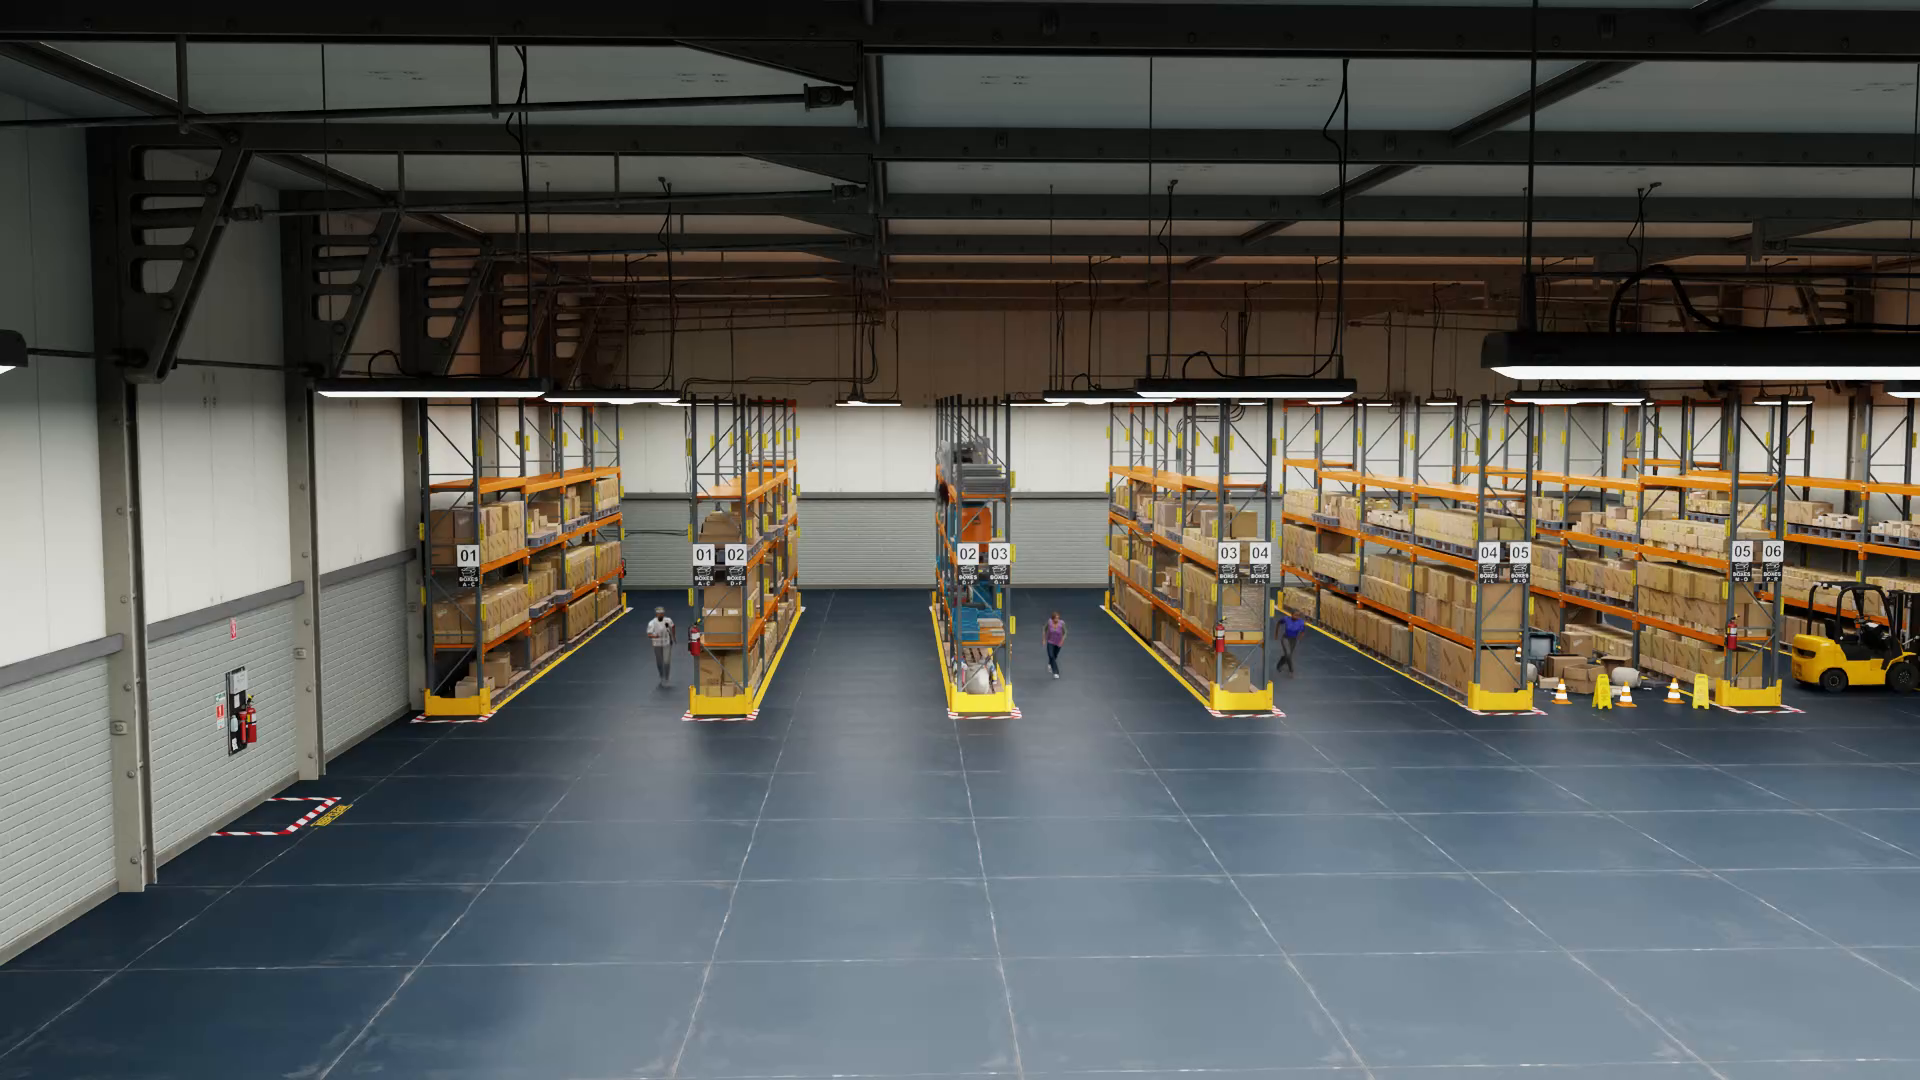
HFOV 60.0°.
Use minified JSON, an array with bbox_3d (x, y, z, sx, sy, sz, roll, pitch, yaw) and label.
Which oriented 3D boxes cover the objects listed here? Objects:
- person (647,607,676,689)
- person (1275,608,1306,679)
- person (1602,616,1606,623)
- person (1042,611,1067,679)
[{"bbox_3d":[-6.164,2.192,34.384,0.580,1.684,0.947,0,5,-6],"label":"person"},{"bbox_3d":[7.038,2.164,35.582,0.584,1.499,1.028,-1,5,-7],"label":"person"},{"bbox_3d":[16.869,1.474,43.985,0.567,1.604,0.740,-2,5,-26],"label":"person"},{"bbox_3d":[2.012,2.206,35.528,0.519,1.447,0.980,0,4,0],"label":"person"}]
